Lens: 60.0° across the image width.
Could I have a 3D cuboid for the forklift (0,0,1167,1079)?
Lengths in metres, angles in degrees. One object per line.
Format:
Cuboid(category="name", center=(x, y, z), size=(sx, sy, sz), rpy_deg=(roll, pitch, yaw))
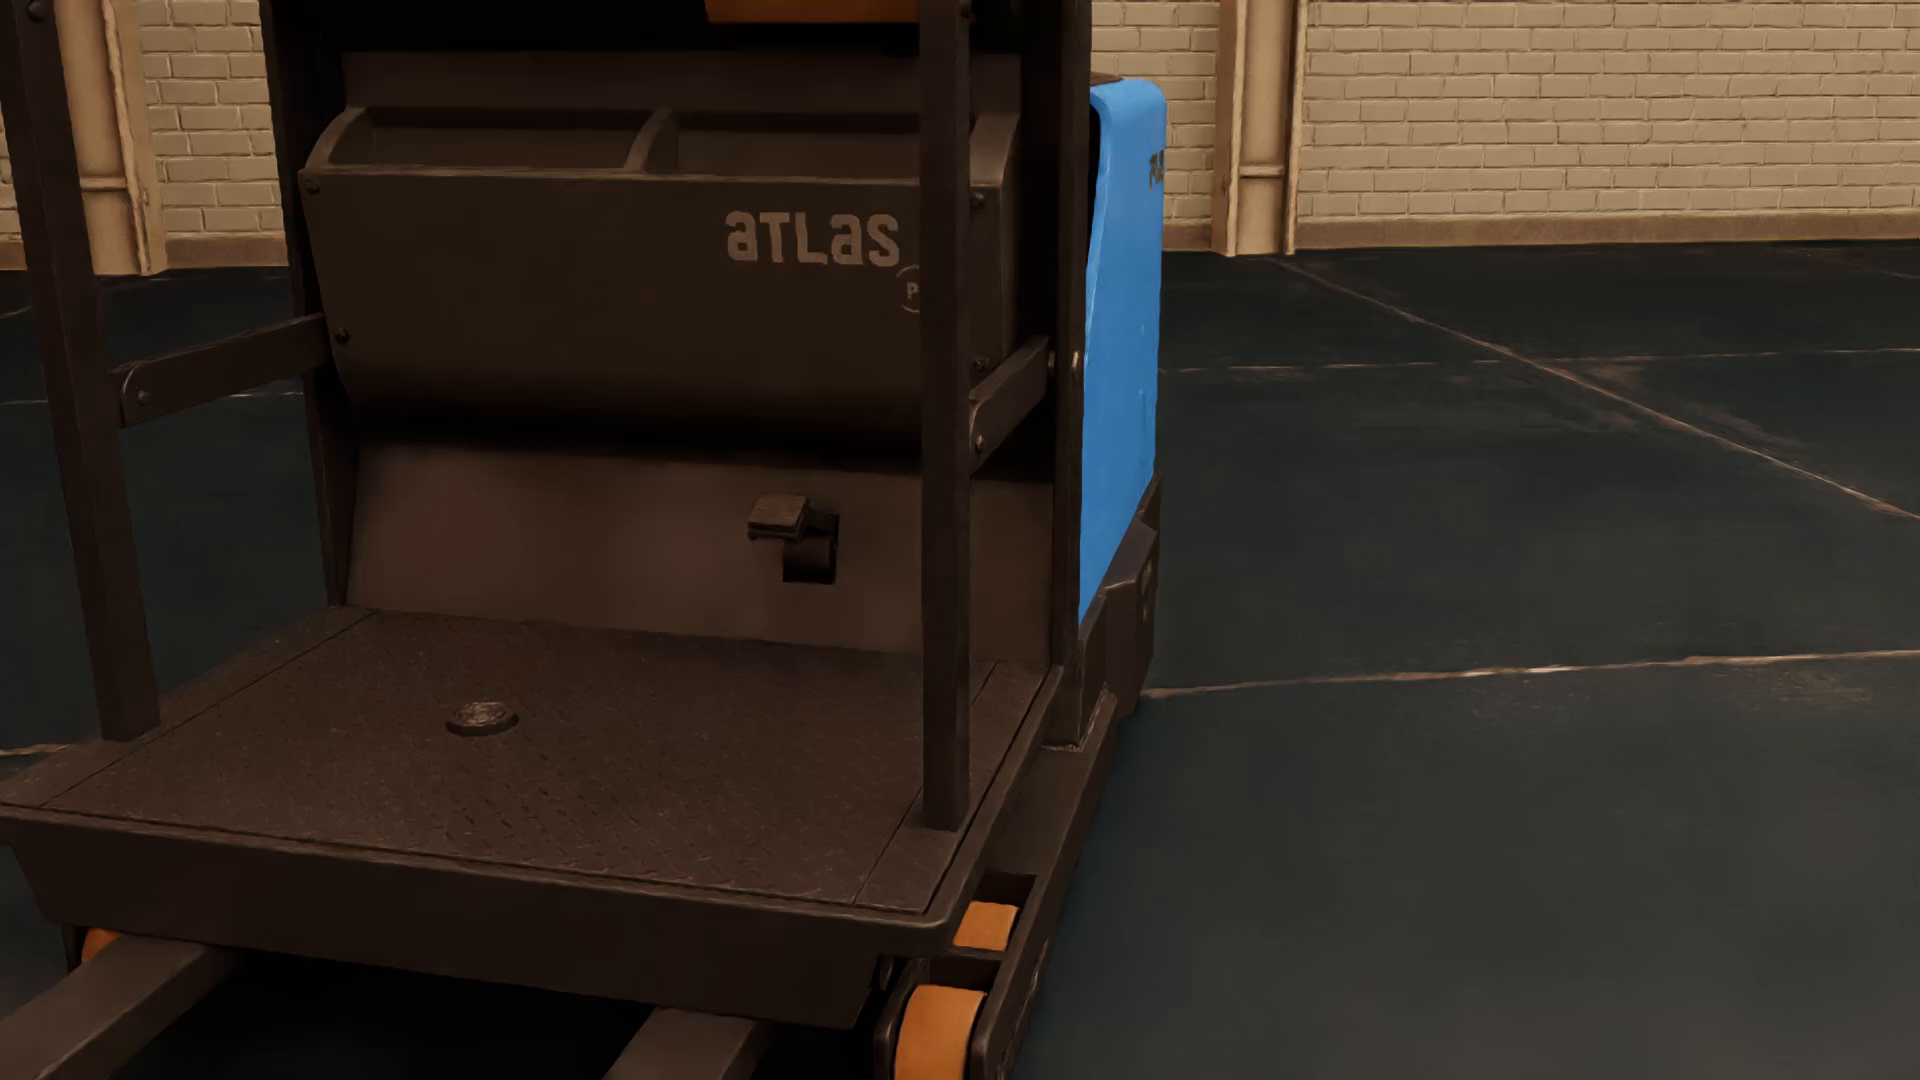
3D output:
Cuboid(category="forklift", center=(-0.435, -0.872, 1.780), size=(1.130, 2.935, 3.031), rpy_deg=(4, 17, 13))
